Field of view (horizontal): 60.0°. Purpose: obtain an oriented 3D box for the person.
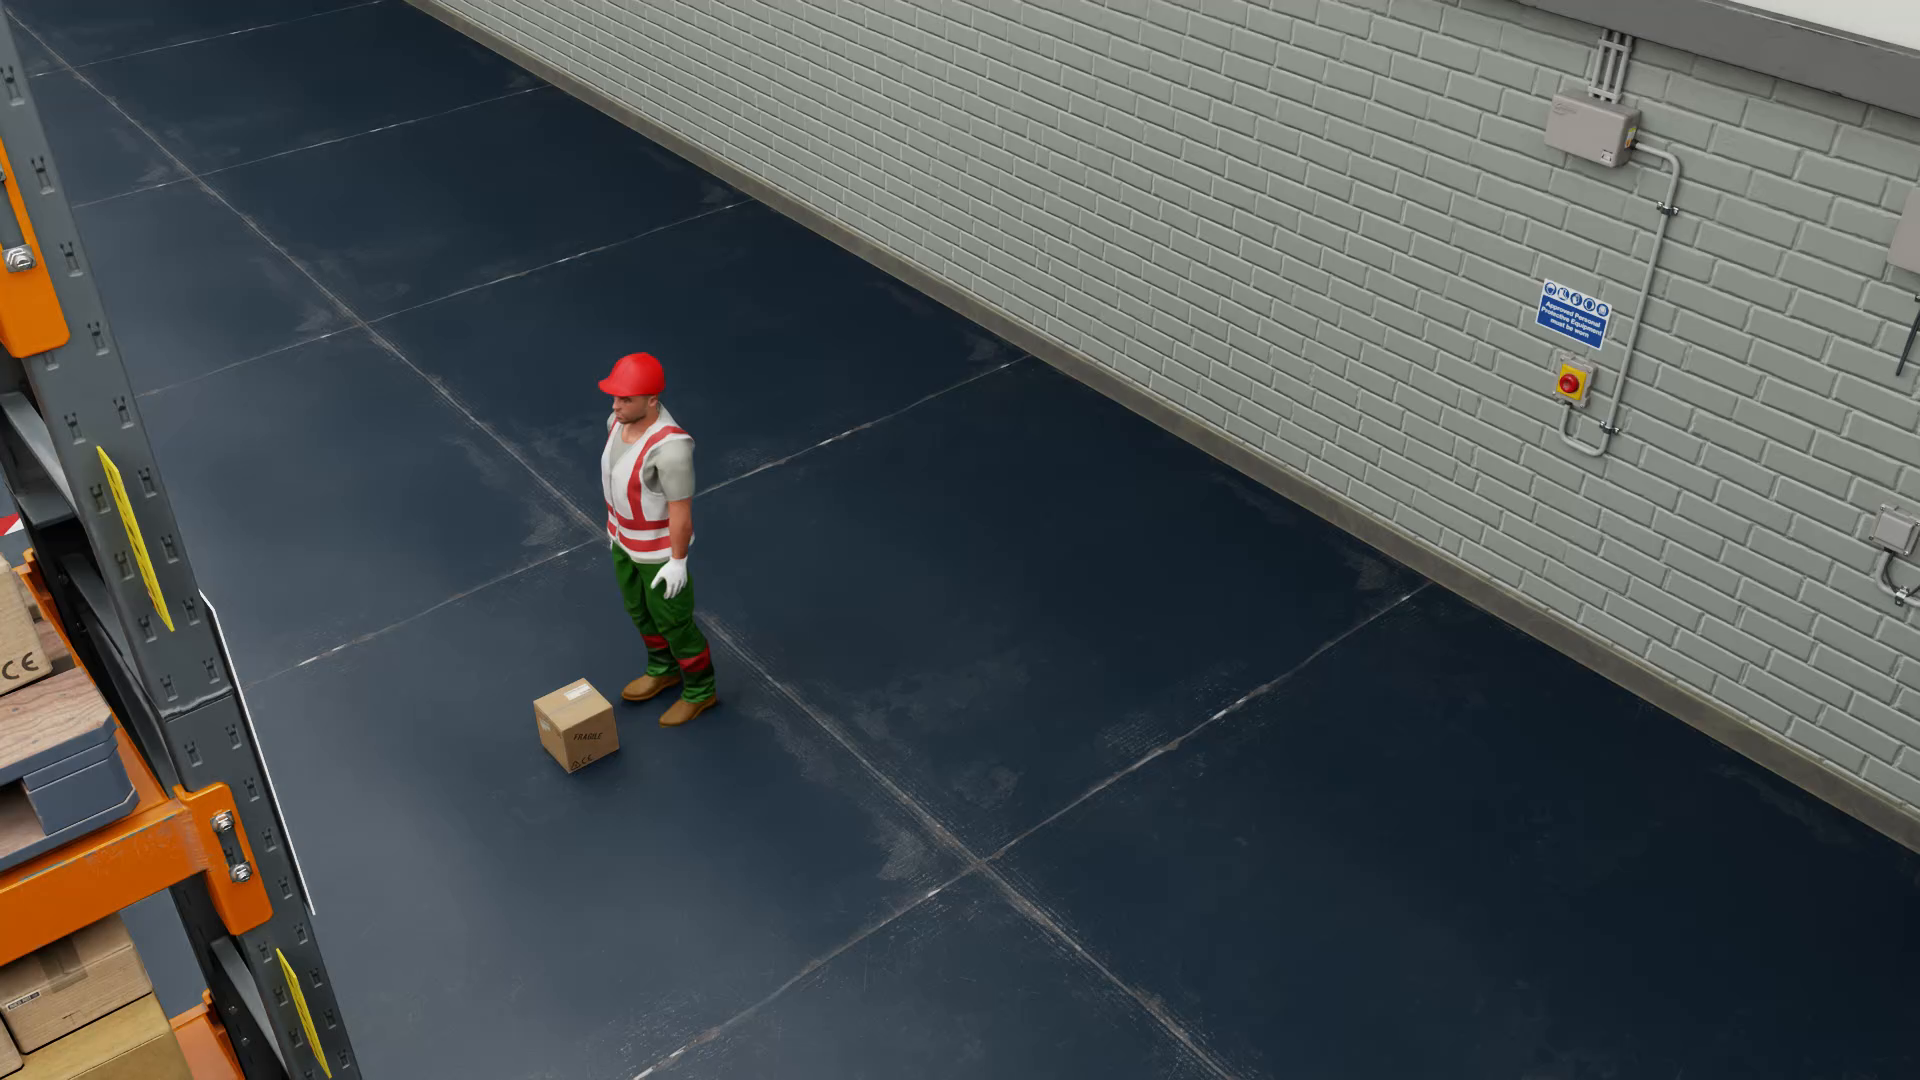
[{"bbox_3d":[-1.309,0.016,7.050,0.354,1.803,0.523,-25,43,-31],"label":"person"}]
